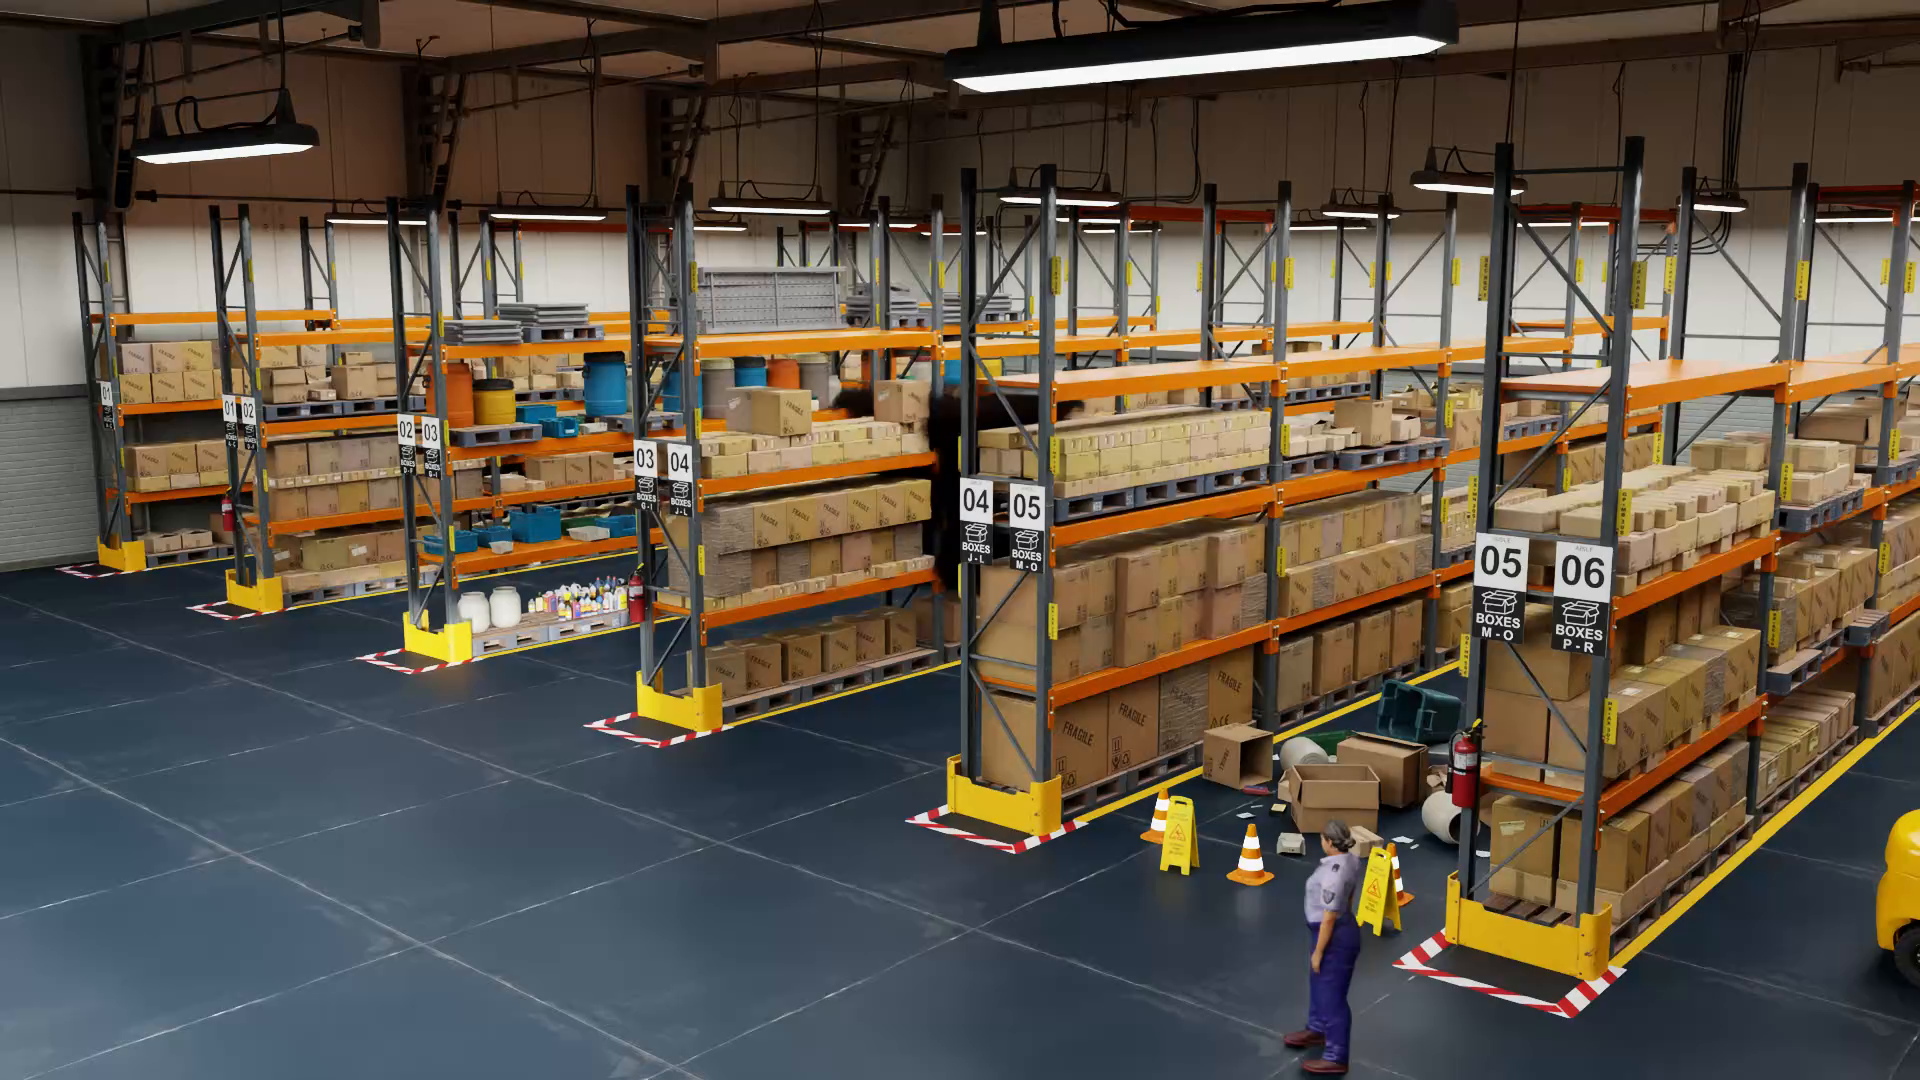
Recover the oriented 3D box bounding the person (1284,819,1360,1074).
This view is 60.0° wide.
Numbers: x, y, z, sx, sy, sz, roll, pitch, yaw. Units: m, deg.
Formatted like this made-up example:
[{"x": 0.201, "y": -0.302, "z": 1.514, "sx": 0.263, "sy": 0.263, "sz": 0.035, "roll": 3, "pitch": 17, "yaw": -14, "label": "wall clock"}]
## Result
[{"x": 2.354, "y": 2.588, "z": 10.768, "sx": 0.463, "sy": 1.646, "sz": 0.541, "roll": 2, "pitch": 10, "yaw": 12, "label": "person"}]
